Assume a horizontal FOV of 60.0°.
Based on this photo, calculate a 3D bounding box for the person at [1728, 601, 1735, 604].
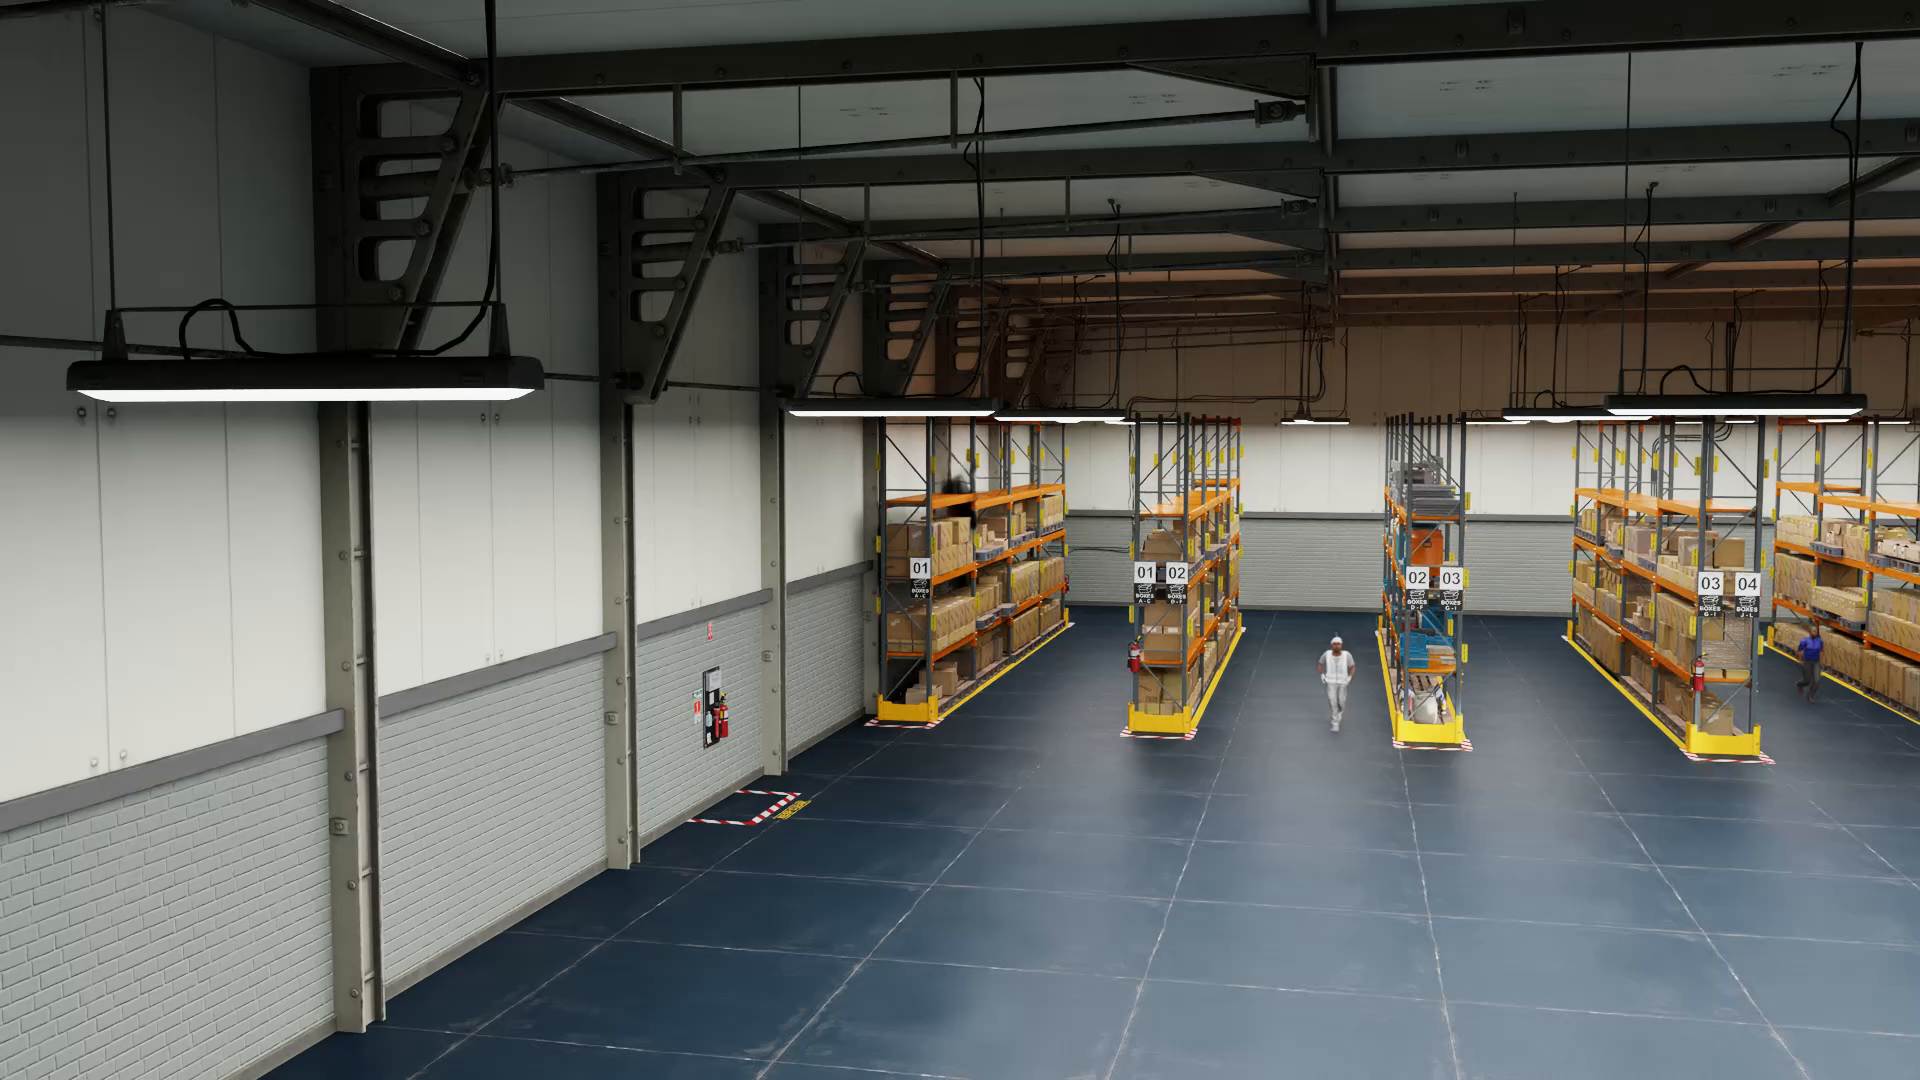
[{"bbox_3d":[20.212,1.904,44.283,0.647,1.638,0.724,-2,4,-23],"label":"person"}]

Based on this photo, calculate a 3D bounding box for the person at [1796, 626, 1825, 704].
[{"bbox_3d":[17.733,2.583,34.698,0.558,1.608,0.592,0,4,5],"label":"person"}]

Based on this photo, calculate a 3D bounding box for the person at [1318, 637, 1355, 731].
[{"bbox_3d":[7.172,2.716,31.688,0.690,1.762,0.772,1,4,11],"label":"person"}]
